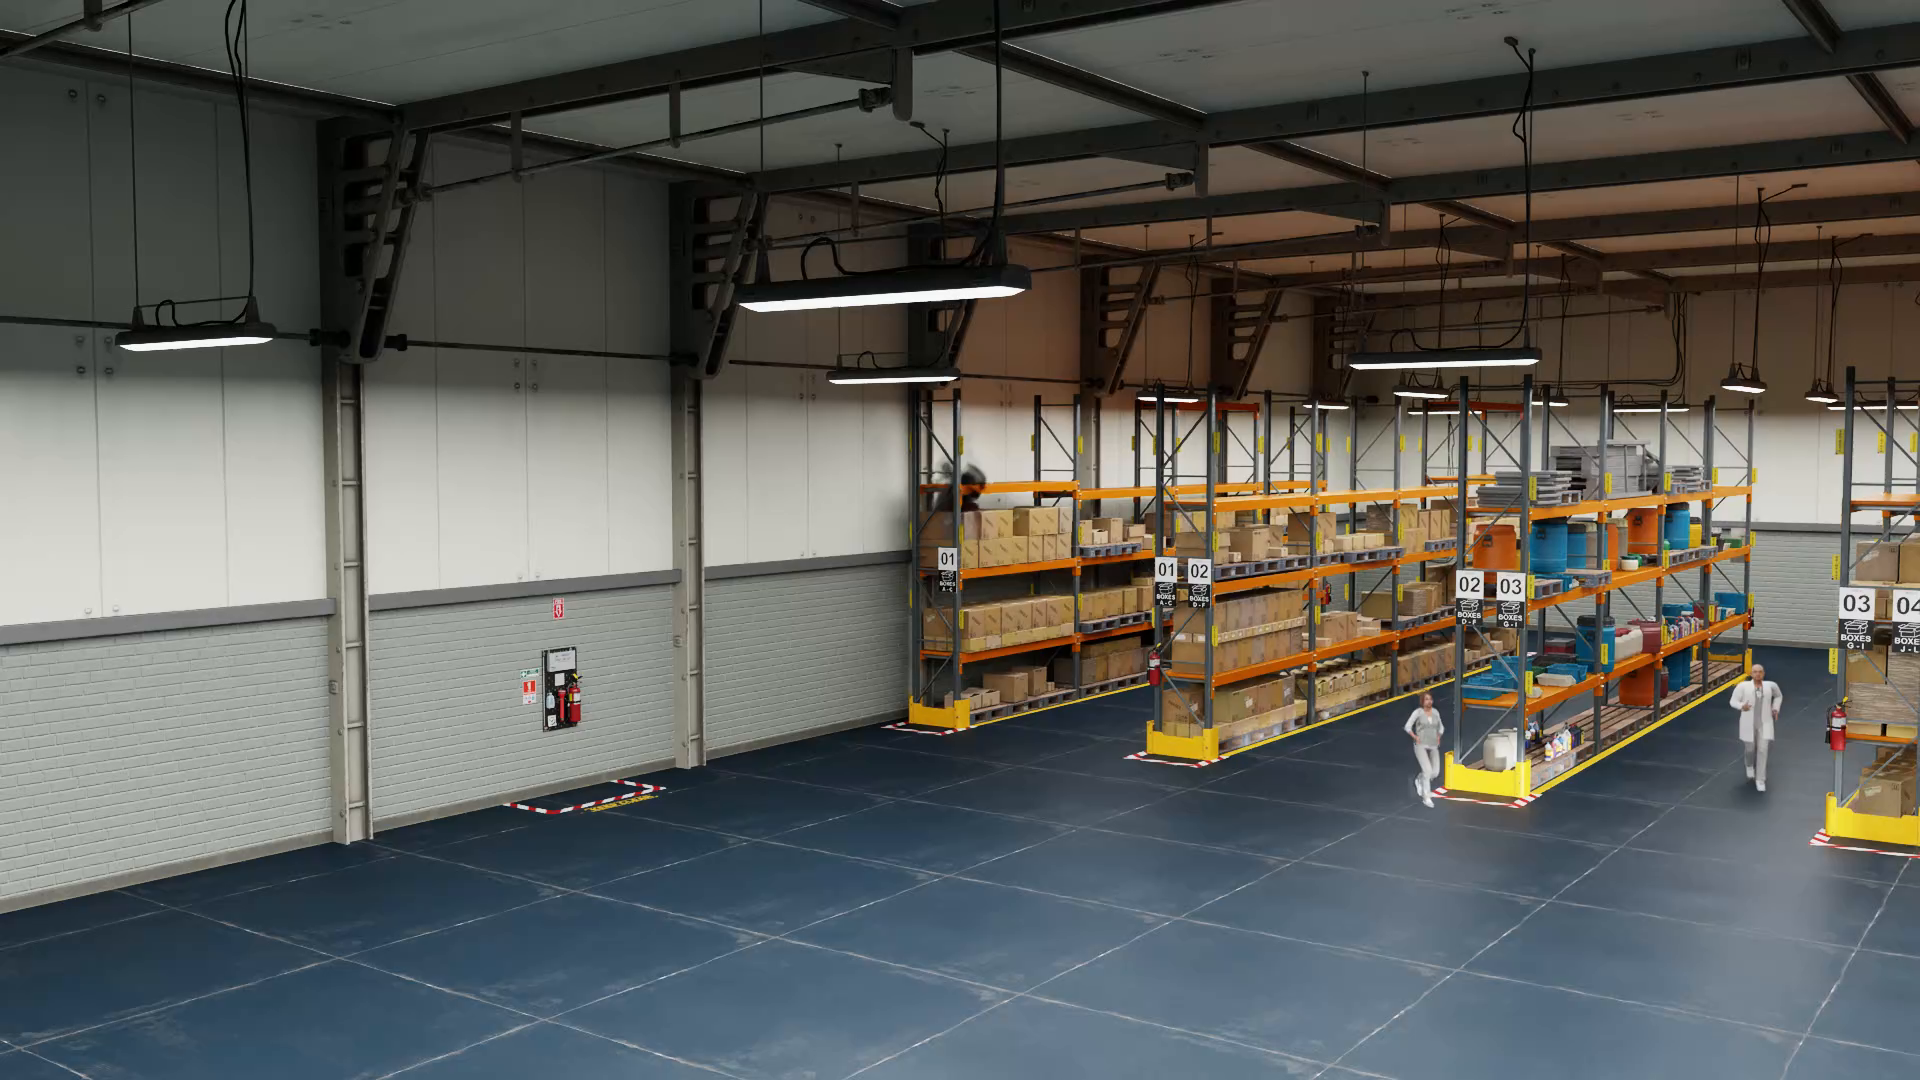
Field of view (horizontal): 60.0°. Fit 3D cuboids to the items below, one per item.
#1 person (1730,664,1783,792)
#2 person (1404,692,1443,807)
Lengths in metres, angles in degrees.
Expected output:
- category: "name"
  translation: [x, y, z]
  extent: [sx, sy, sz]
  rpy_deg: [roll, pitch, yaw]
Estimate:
- category: "person"
  translation: [11.650, 2.706, 24.327]
  extent: [0.710, 1.781, 1.049]
  rpy_deg: [1, 4, 22]
- category: "person"
  translation: [6.506, 2.915, 23.273]
  extent: [0.562, 1.582, 0.562]
  rpy_deg: [-1, 3, -12]
